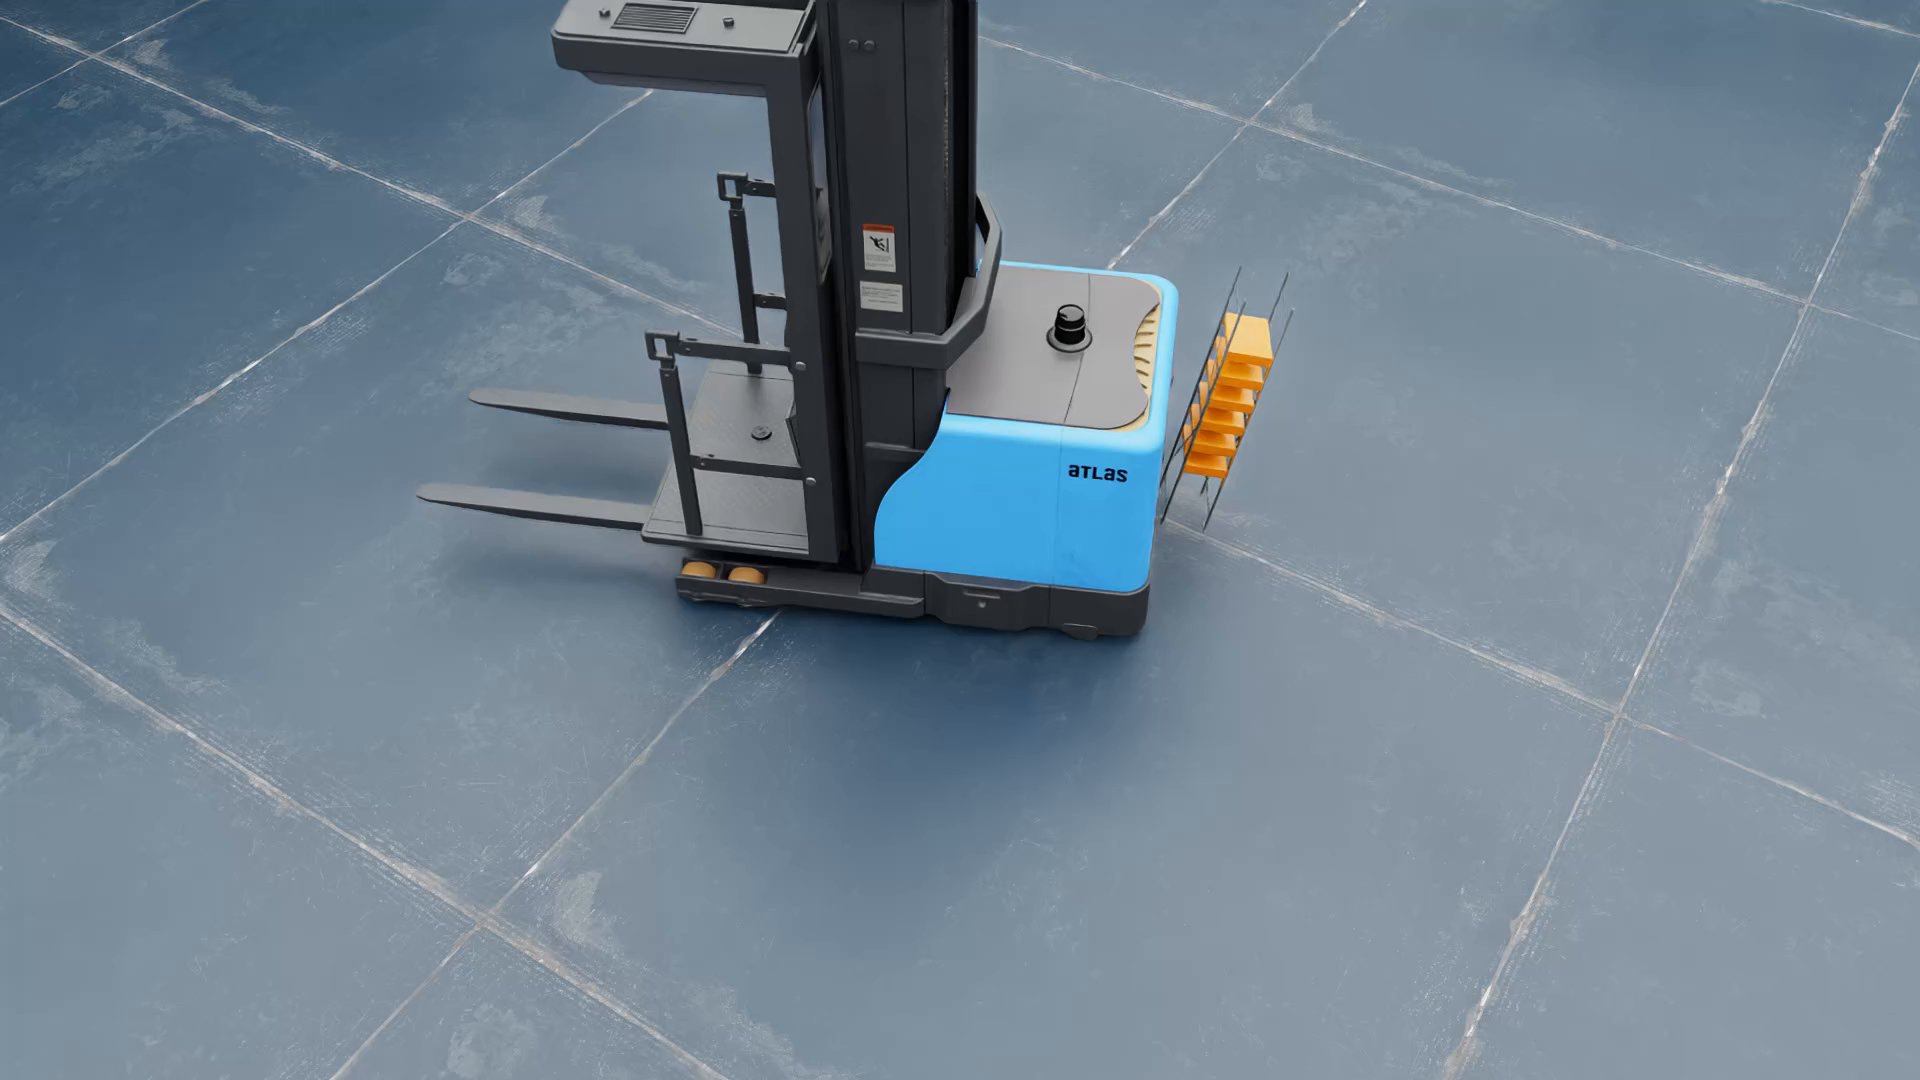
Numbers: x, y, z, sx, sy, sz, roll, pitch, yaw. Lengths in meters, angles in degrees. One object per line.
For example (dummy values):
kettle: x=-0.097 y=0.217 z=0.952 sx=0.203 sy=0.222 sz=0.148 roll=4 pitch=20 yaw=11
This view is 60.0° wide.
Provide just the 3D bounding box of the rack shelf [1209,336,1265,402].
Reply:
rack shelf: x=1.081 y=-0.676 z=6.512 sx=0.180 sy=0.103 sz=0.258 roll=9 pitch=46 yaw=-5

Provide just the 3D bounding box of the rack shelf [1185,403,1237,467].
rack shelf: x=1.019 y=-0.431 z=6.768 sx=0.180 sy=0.103 sz=0.258 roll=9 pitch=46 yaw=-5

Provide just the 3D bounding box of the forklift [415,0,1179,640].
forklift: x=-0.698 y=-1.122 z=6.018 sx=3.031 sy=2.935 sz=1.130 roll=6 pitch=46 yaw=6

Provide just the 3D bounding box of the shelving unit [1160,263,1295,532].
shelving unit: x=1.047 y=-0.543 z=6.651 sx=0.189 sy=1.200 sz=0.258 roll=9 pitch=46 yaw=-5

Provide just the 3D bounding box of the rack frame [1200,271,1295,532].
rack frame: x=1.137 y=-0.529 z=6.660 sx=0.006 sy=1.200 sz=0.240 roll=9 pitch=46 yaw=-5

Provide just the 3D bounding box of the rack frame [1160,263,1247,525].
rack frame: x=0.957 y=-0.557 z=6.643 sx=0.006 sy=1.200 sz=0.240 roll=9 pitch=46 yaw=-5

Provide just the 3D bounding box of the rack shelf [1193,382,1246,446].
rack shelf: x=1.040 y=-0.512 z=6.683 sx=0.180 sy=0.103 sz=0.258 roll=9 pitch=46 yaw=-5

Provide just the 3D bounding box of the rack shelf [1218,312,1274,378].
rack shelf: x=1.102 y=-0.757 z=6.427 sx=0.180 sy=0.103 sz=0.258 roll=9 pitch=46 yaw=-5

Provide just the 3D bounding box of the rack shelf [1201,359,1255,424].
rack shelf: x=1.060 y=-0.594 z=6.597 sx=0.180 sy=0.103 sz=0.258 roll=9 pitch=46 yaw=-5

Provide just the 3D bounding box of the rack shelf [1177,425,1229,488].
rack shelf: x=0.998 y=-0.349 z=6.854 sx=0.180 sy=0.103 sz=0.258 roll=9 pitch=46 yaw=-5
